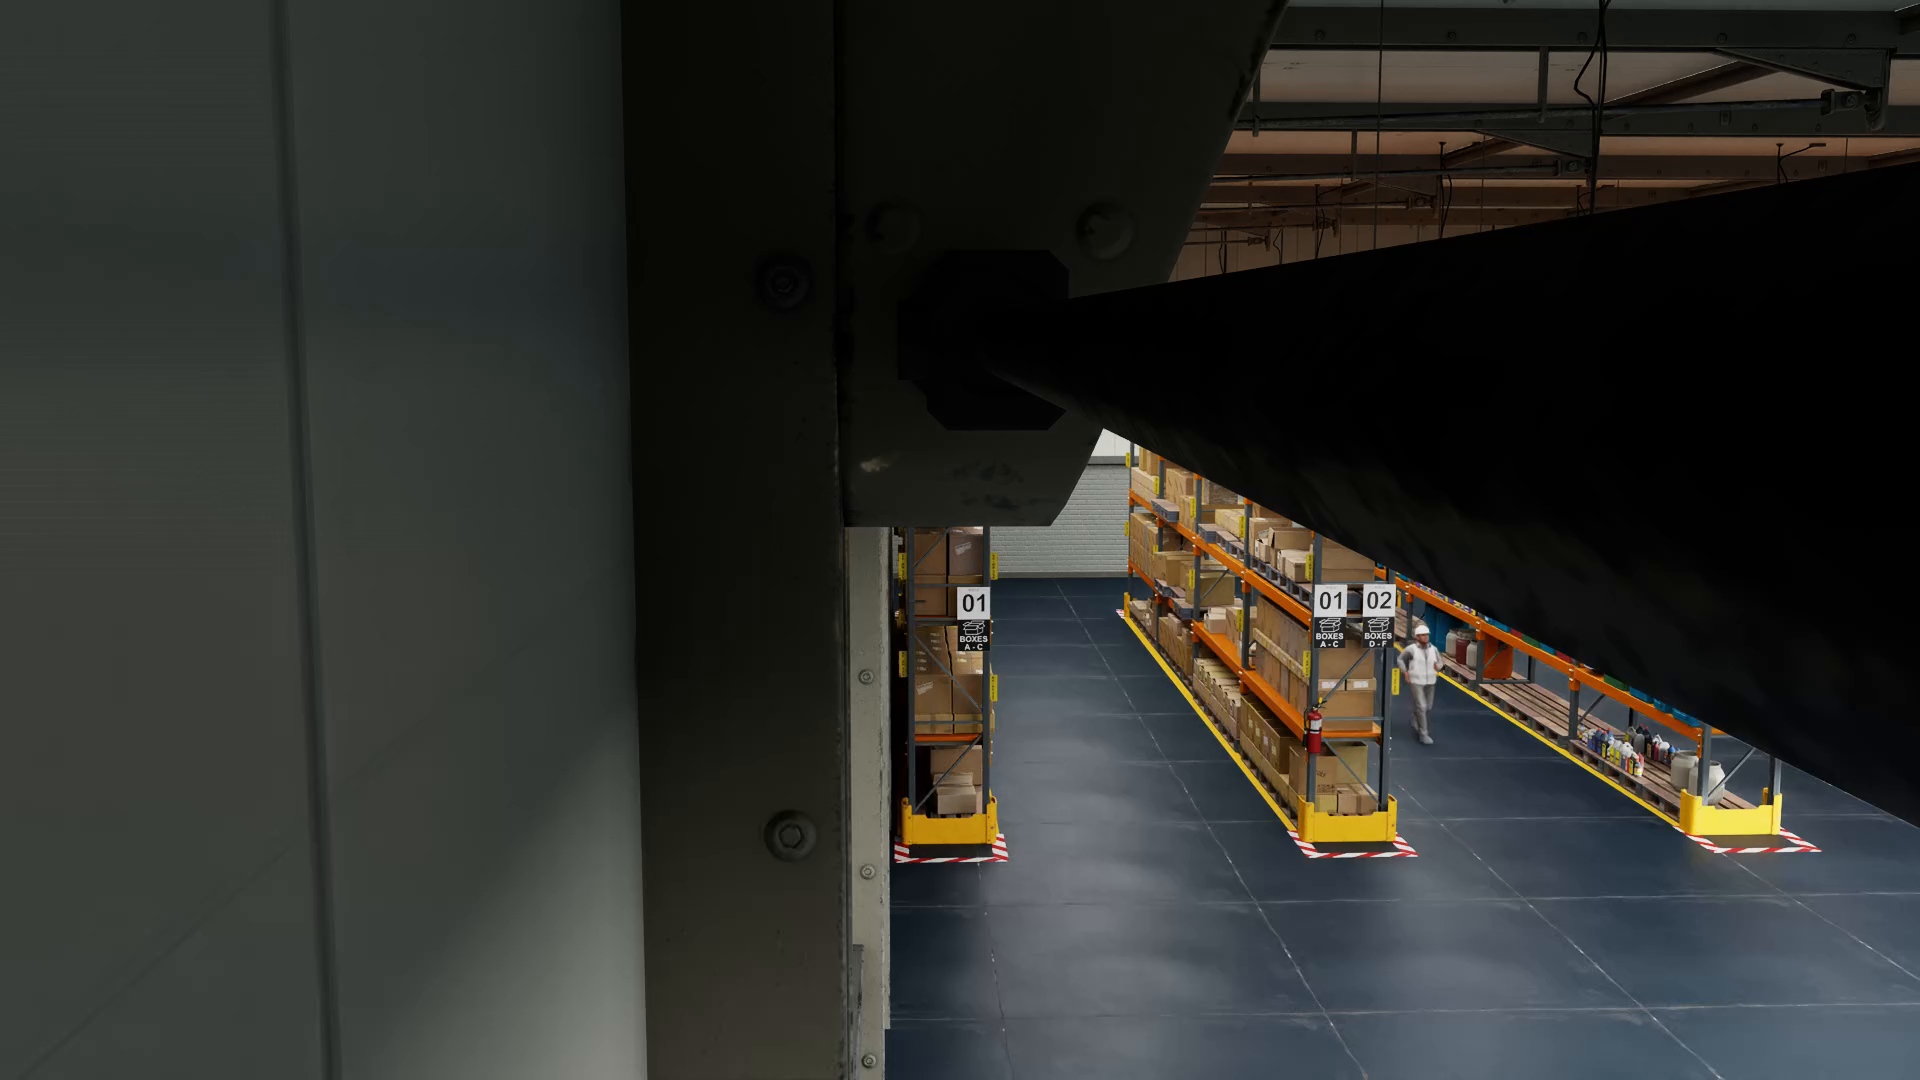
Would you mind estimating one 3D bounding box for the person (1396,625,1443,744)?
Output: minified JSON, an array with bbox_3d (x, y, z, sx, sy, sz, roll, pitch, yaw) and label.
[{"bbox_3d":[7.080,2.179,25.512,0.663,1.750,0.958,-2,7,-12],"label":"person"}]
